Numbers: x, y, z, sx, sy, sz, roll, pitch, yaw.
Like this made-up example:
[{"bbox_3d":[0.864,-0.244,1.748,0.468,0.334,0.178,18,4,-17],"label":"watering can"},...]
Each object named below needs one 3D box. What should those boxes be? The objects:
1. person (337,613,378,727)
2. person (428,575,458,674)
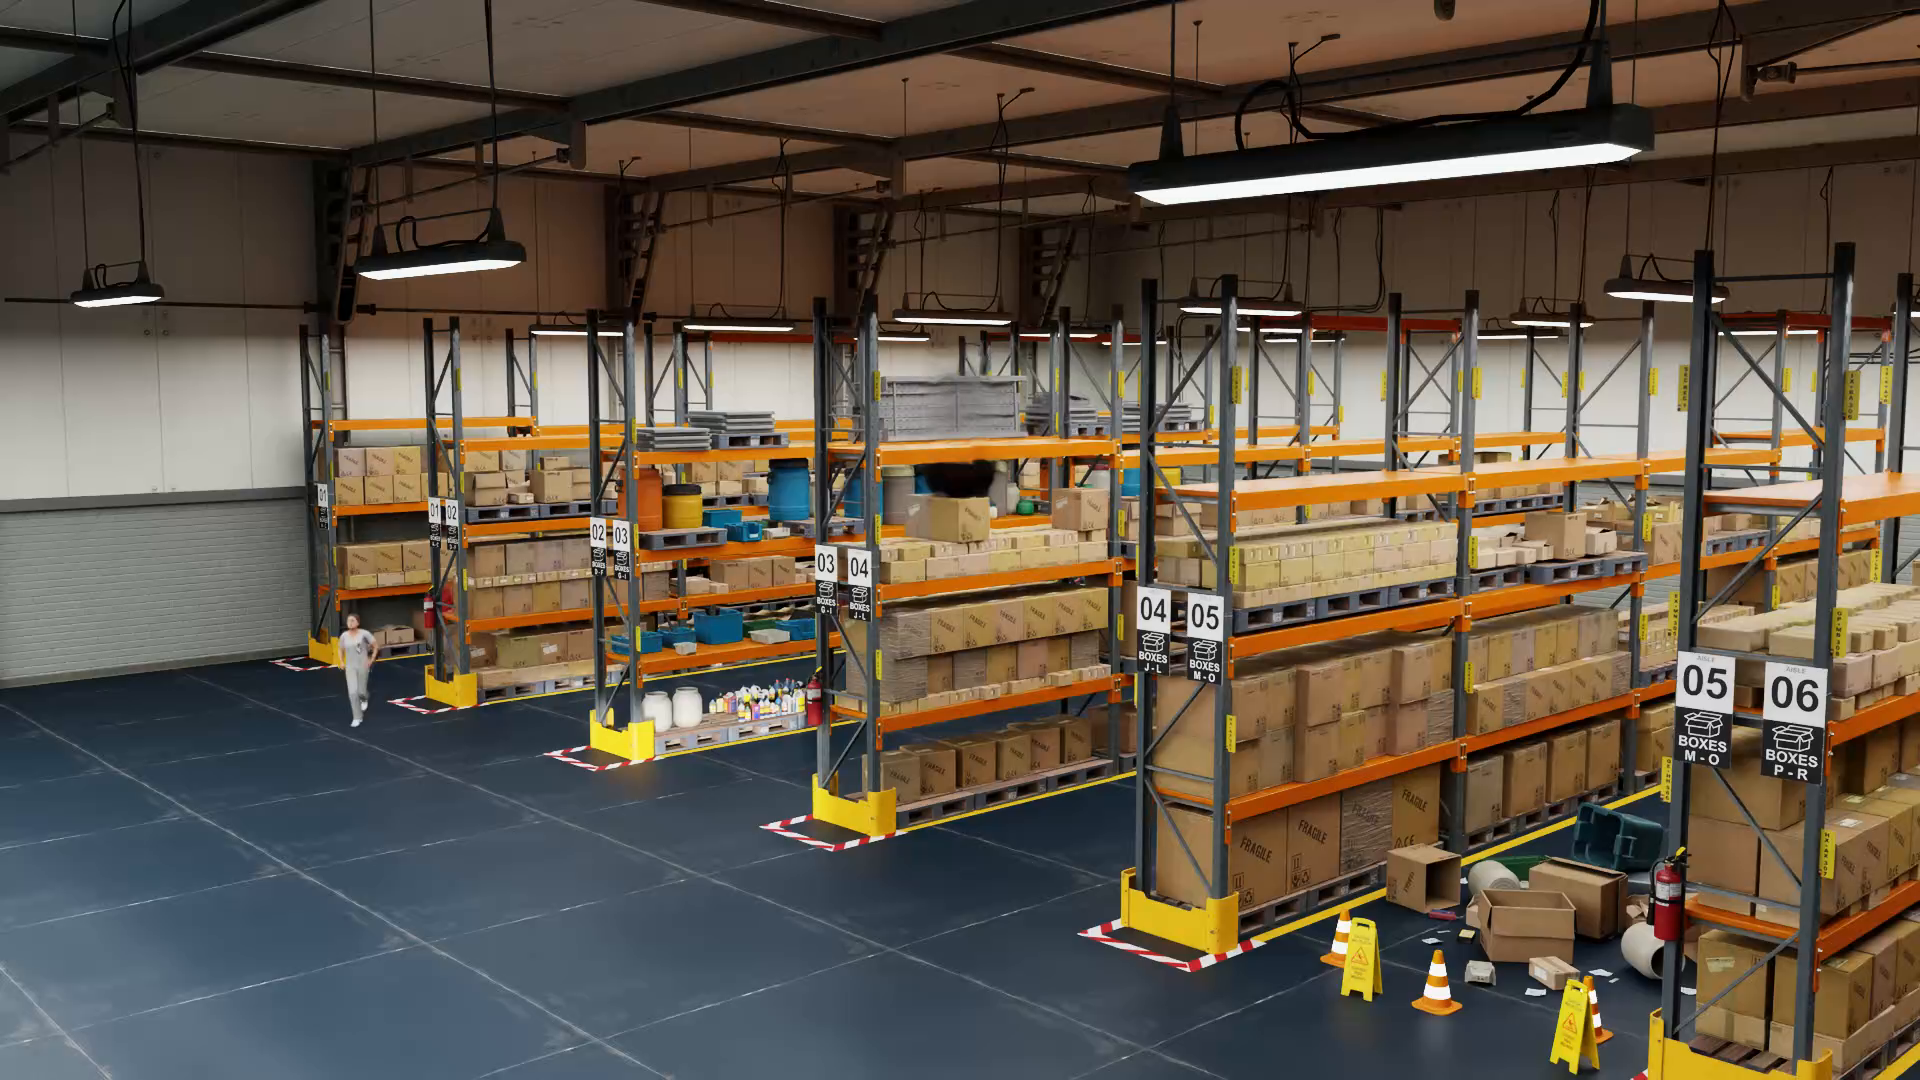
[{"bbox_3d":[-8.860,1.884,24.523,0.579,1.656,0.654,0,6,-4],"label":"person"},{"bbox_3d":[-8.860,1.452,28.457,0.645,1.691,0.608,3,7,29],"label":"person"}]
